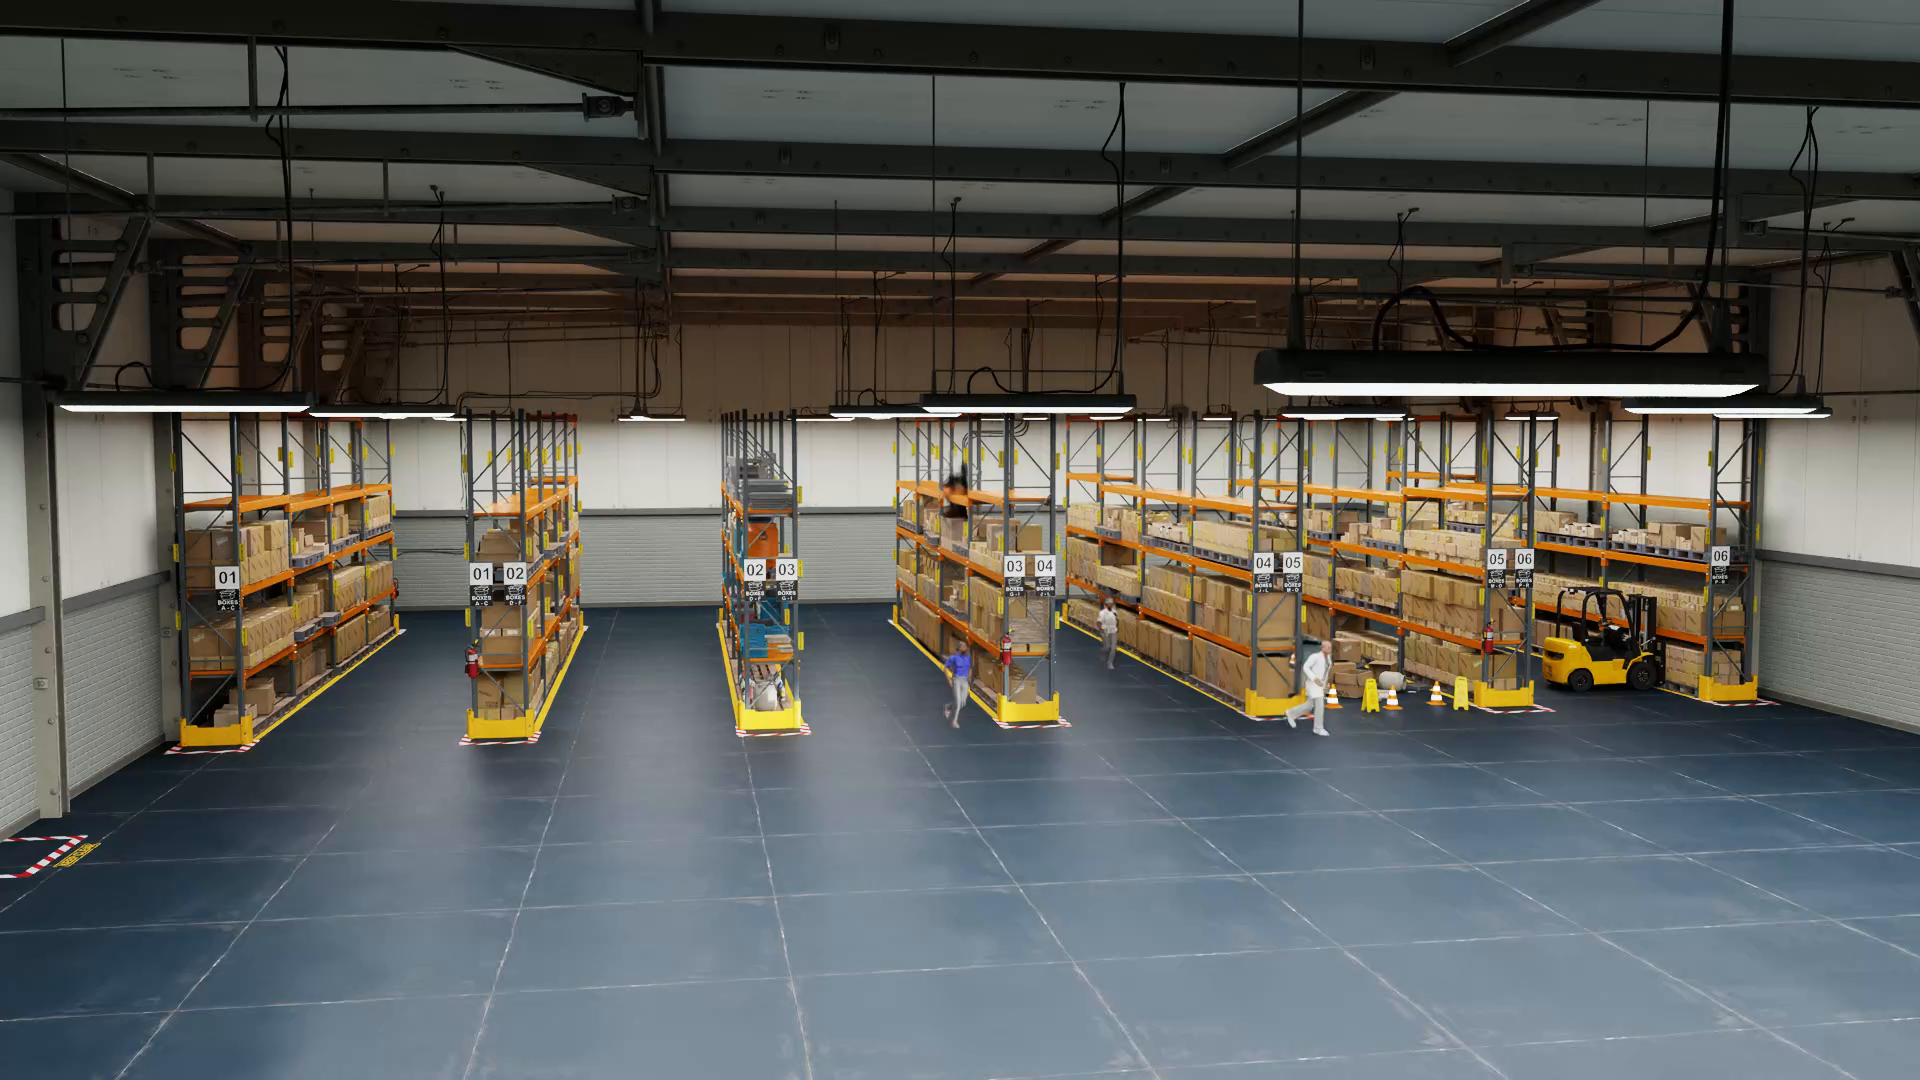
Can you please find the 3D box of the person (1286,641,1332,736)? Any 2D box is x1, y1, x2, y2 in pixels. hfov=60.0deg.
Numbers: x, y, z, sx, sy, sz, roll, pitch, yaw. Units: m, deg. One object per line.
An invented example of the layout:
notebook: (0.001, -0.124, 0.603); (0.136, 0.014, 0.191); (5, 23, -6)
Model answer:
person: (6.524, 2.670, 30.912); (0.851, 1.653, 0.722); (4, 6, 44)

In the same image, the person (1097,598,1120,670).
person: (3.496, 2.178, 39.065); (0.578, 1.670, 0.669); (-1, 4, -14)

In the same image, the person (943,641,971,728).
person: (-0.028, 2.740, 31.655); (0.625, 1.605, 0.567); (-3, 5, -35)
